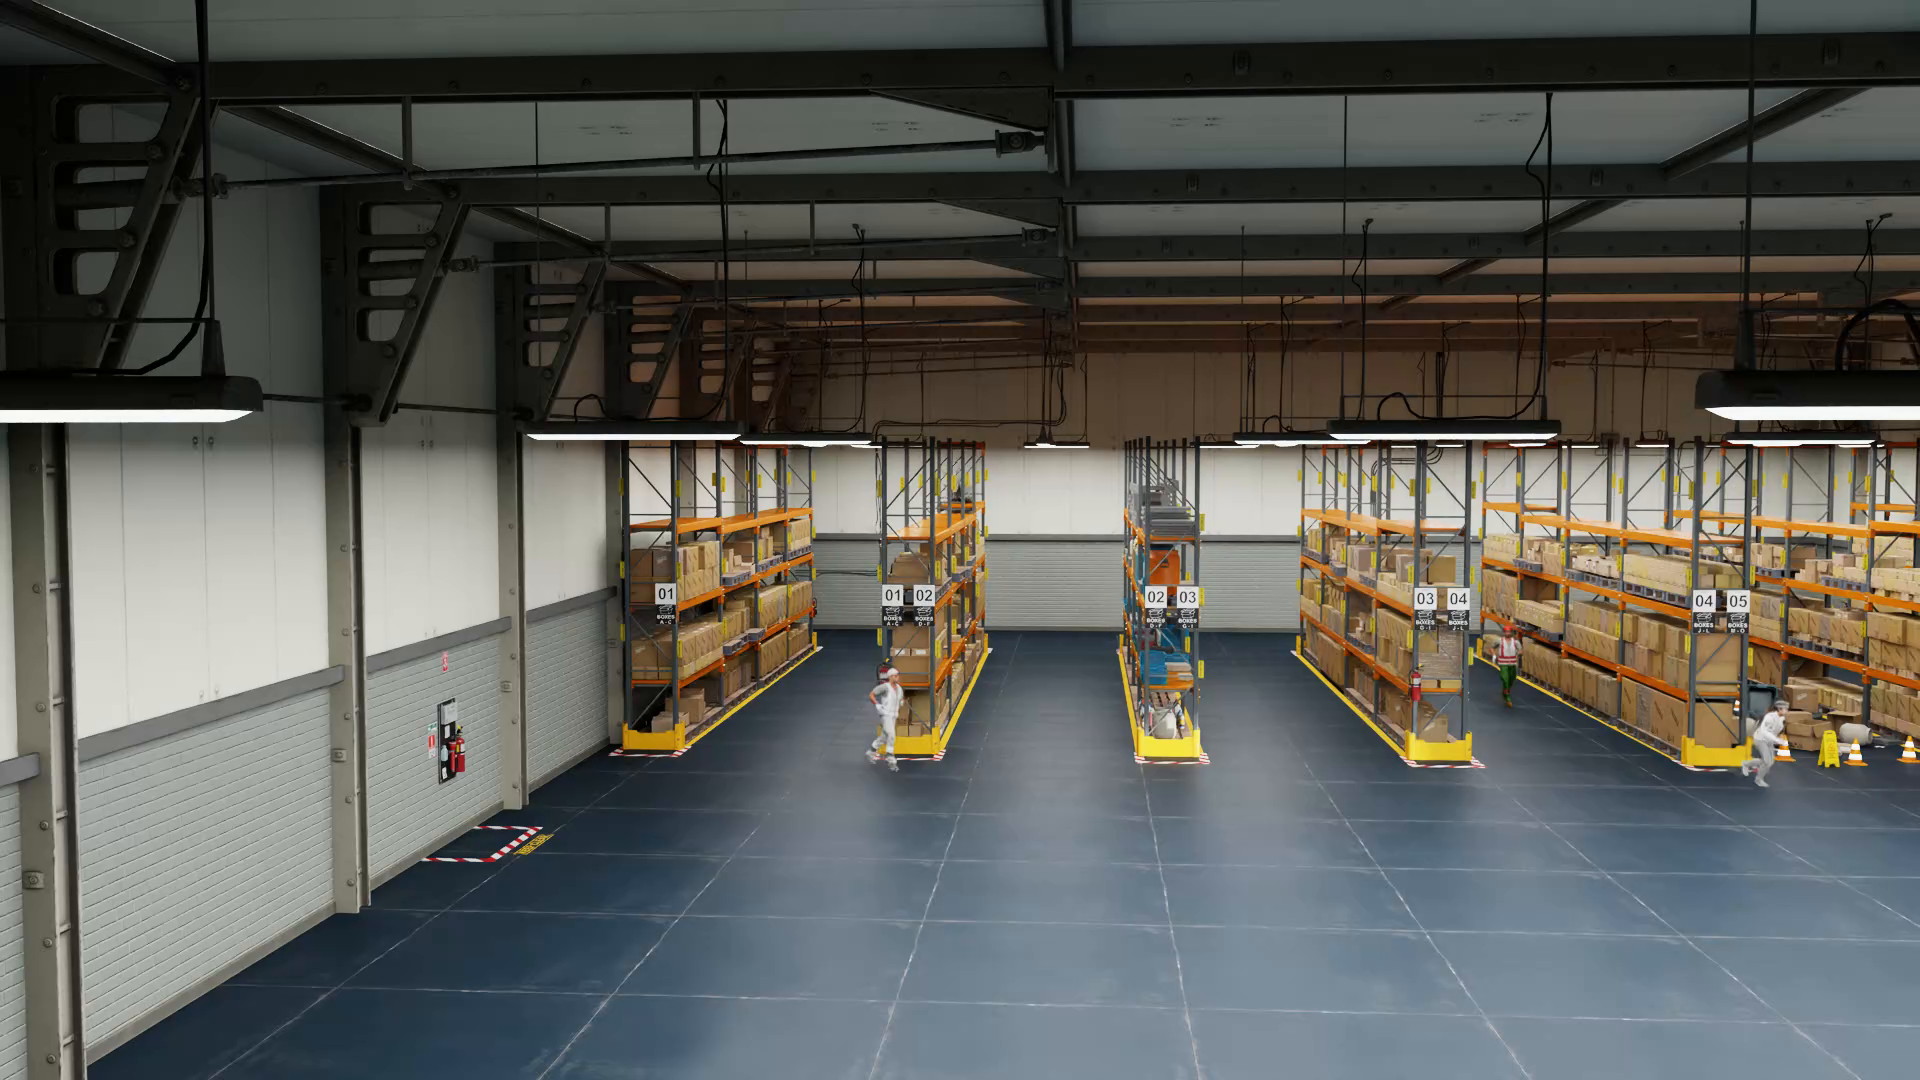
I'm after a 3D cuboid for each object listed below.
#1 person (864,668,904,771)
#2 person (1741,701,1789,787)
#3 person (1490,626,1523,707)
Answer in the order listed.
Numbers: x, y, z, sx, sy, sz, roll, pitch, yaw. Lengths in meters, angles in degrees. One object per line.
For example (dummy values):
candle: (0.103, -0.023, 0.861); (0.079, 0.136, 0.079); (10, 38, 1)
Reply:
person: (-1.292, 3.229, 30.165); (0.862, 1.811, 0.671); (2, 4, 36)
person: (13.783, 3.465, 28.406); (0.617, 1.521, 0.799); (-2, 4, -33)
person: (12.288, 2.803, 37.321); (0.659, 1.770, 1.005); (0, 3, -2)
